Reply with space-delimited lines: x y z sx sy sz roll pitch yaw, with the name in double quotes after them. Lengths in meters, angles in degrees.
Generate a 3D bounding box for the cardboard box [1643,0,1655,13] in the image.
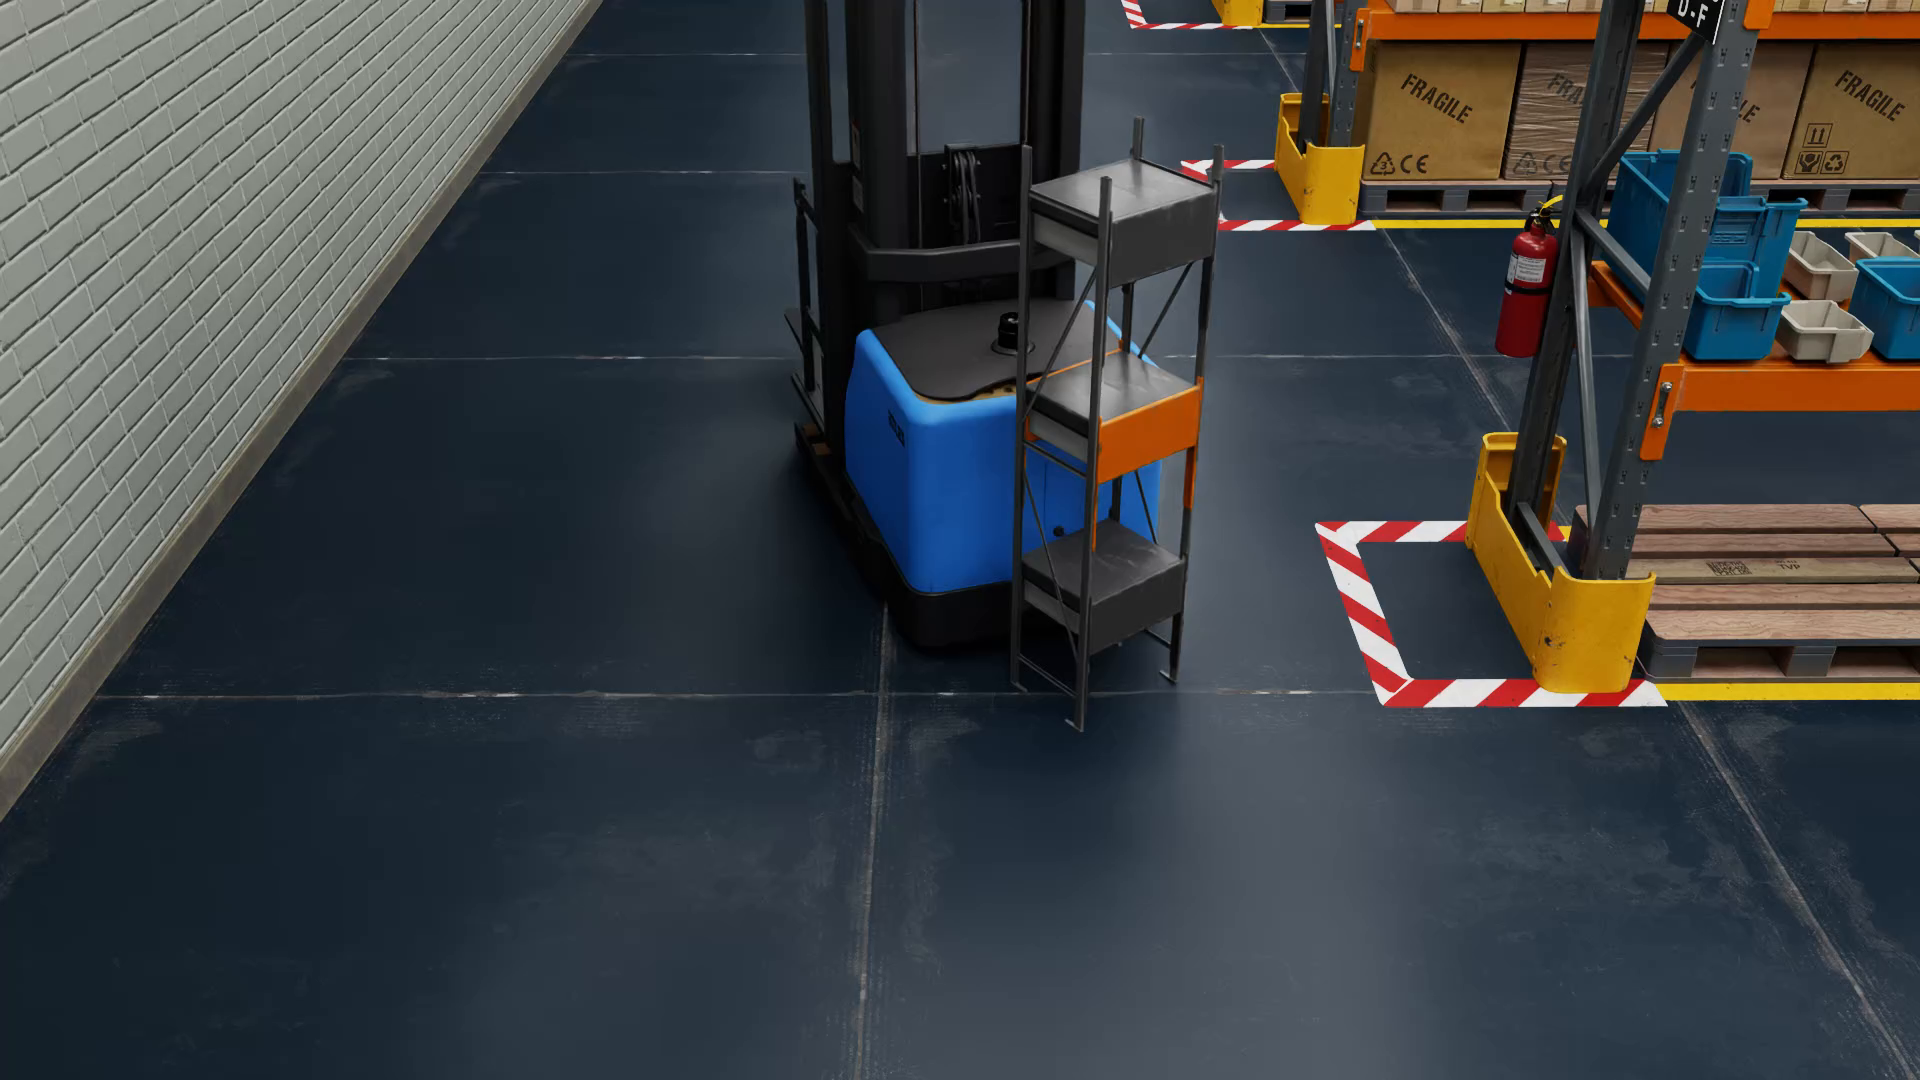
4.008 -3.309 10.055 0.250 0.149 0.380 0 31 -1 "cardboard box"

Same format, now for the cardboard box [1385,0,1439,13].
2.723 -3.304 10.046 0.250 0.149 0.380 0 31 0 "cardboard box"

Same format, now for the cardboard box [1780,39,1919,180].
5.705 -2.905 10.789 0.875 0.875 0.875 0 31 0 "cardboard box"

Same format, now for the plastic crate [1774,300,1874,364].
2.966 -0.713 5.730 0.298 0.136 0.250 0 31 0 "plastic crate"

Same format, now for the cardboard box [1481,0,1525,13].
3.235 -3.307 10.050 0.250 0.149 0.380 -1 31 -1 "cardboard box"

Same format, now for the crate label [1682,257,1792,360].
2.644 -0.796 5.774 0.303 0.233 0.416 0 31 0 "crate label"

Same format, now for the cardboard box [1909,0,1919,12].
5.805 -3.315 10.064 0.250 0.149 0.380 0 31 1 "cardboard box"

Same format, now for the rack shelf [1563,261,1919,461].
4.396 -0.711 6.224 4.000 0.370 1.077 0 31 0 "rack shelf"

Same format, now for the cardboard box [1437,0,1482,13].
2.979 -3.306 10.049 0.250 0.149 0.380 -1 31 -1 "cardboard box"

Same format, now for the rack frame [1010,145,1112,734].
0.323 -0.270 5.669 0.015 2.100 0.400 -23 38 -32 "rack frame"

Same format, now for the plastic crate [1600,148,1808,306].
2.729 -1.151 6.163 0.499 0.435 0.616 0 31 0 "plastic crate"

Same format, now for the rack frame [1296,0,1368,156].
2.366 -3.582 10.261 0.127 3.000 1.000 0 31 0 "rack frame"

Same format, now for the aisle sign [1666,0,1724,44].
2.325 -1.969 5.098 0.004 0.787 0.394 0 31 0 "aisle sign"

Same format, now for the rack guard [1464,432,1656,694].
2.372 0.063 6.664 0.348 0.500 1.175 0 31 0 "rack guard"

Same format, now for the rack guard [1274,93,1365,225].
2.342 -2.513 10.910 0.348 0.500 1.175 0 31 0 "rack guard"

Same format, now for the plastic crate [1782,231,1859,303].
3.210 -1.022 6.239 0.243 0.136 0.396 0 31 0 "plastic crate"

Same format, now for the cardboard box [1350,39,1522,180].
3.005 -2.896 10.775 0.875 0.875 0.875 0 31 0 "cardboard box"

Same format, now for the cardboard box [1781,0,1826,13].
5.034 -3.312 10.060 0.250 0.149 0.380 0 31 1 "cardboard box"

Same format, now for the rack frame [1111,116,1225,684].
0.704 -0.428 5.929 0.015 2.100 0.400 -23 38 -32 "rack frame"

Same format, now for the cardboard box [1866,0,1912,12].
5.549 -3.314 10.063 0.250 0.149 0.380 -1 31 -1 "cardboard box"

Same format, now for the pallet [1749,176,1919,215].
5.605 -2.440 11.068 1.213 0.211 1.003 0 31 0 "pallet"

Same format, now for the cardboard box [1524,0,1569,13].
3.496 -3.308 10.053 0.250 0.149 0.380 -1 31 -1 "cardboard box"

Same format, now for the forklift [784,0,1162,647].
-0.143 -1.594 7.052 1.130 2.935 3.031 -10 33 -15 "forklift"

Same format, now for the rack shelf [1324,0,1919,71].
4.366 -3.280 10.458 4.000 0.370 1.077 0 31 0 "rack shelf"

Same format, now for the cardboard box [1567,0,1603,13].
3.750 -3.308 10.053 0.250 0.149 0.380 -1 31 -1 "cardboard box"

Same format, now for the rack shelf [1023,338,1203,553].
0.514 -0.338 5.806 0.480 0.518 0.431 -23 38 -32 "rack shelf"

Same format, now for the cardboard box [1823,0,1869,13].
5.291 -3.313 10.061 0.250 0.149 0.380 0 31 1 "cardboard box"

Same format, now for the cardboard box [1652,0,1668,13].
4.261 -3.310 10.055 0.250 0.149 0.380 -1 31 -2 "cardboard box"

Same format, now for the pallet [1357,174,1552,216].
3.165 -2.432 11.056 1.213 0.211 1.003 0 31 0 "pallet"

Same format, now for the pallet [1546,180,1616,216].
4.382 -2.435 11.059 1.213 0.211 1.003 0 31 0 "pallet"

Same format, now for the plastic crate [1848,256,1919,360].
3.303 -0.798 5.778 0.300 0.233 0.416 0 31 0 "plastic crate"

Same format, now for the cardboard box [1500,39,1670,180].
3.915 -2.899 10.780 0.875 0.875 0.875 0 31 0 "cardboard box"

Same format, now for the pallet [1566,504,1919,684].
3.220 0.197 6.721 1.213 0.211 1.003 0 31 0 "pallet"

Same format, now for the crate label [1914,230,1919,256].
3.778 -1.029 6.250 0.243 0.136 0.396 0 31 0 "crate label"

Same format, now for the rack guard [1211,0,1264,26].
2.513 -5.086 15.151 0.348 0.500 1.175 0 31 0 "rack guard"

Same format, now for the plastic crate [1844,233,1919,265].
3.500 -1.015 6.228 0.243 0.136 0.396 0 31 0 "plastic crate"

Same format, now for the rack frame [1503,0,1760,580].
2.396 -1.012 6.027 0.127 3.000 1.000 0 31 0 "rack frame"

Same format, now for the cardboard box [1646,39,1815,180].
4.805 -2.902 10.784 0.875 0.875 0.875 0 31 0 "cardboard box"

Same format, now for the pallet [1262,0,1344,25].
3.325 -4.947 15.200 1.213 0.211 1.003 0 31 0 "pallet"

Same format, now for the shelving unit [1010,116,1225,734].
0.514 -0.349 5.799 0.503 2.100 0.431 -23 38 -32 "shelving unit"

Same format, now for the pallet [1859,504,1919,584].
4.437 0.195 6.725 1.213 0.211 1.003 0 31 0 "pallet"

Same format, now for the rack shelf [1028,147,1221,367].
0.516 -0.935 5.441 0.480 0.518 0.431 -23 38 -32 "rack shelf"

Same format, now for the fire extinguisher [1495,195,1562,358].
2.242 -1.055 6.531 0.183 0.674 0.296 0 31 0 "fire extinguisher"

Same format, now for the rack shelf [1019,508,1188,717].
0.512 0.260 6.172 0.480 0.518 0.431 -23 38 -32 "rack shelf"

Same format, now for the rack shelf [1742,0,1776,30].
4.396 -1.993 5.446 4.000 0.370 1.077 0 31 0 "rack shelf"

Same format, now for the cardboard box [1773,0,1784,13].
4.778 -3.312 10.058 0.250 0.149 0.380 -1 31 -1 "cardboard box"
